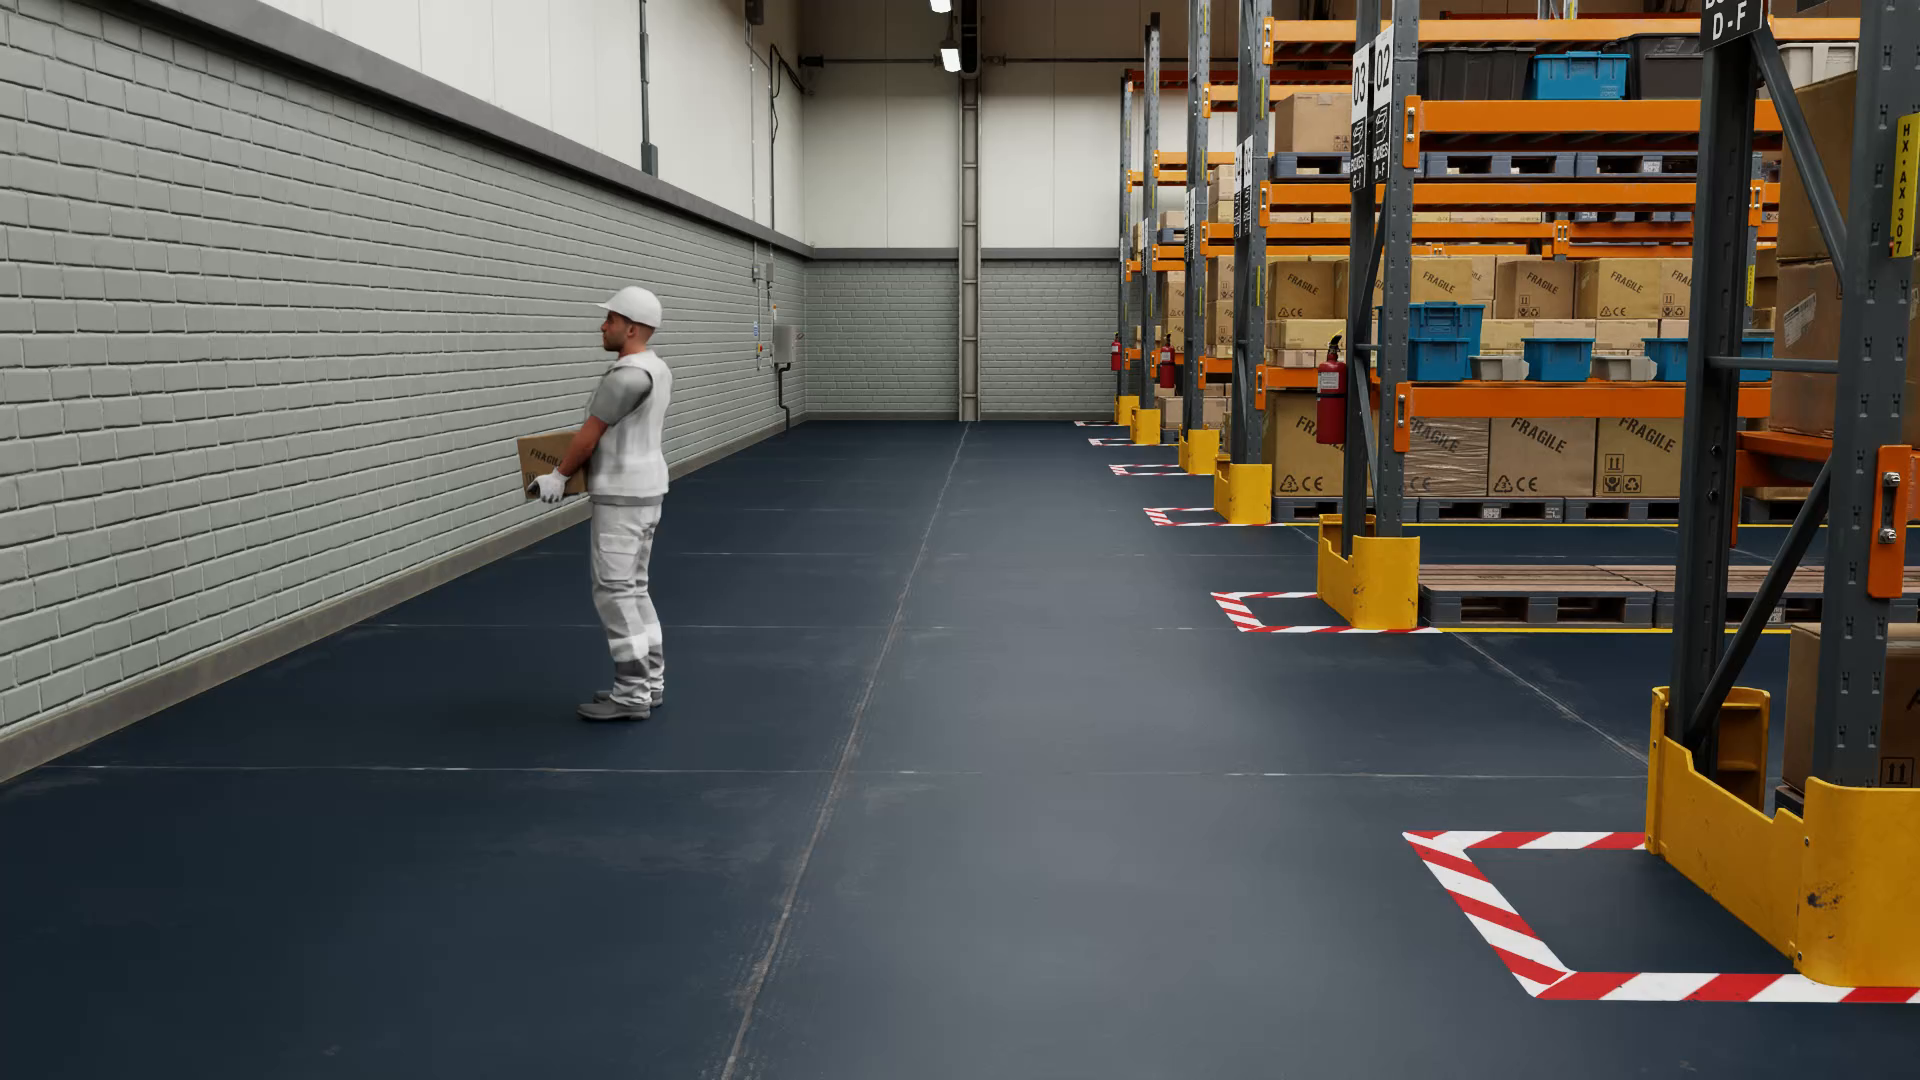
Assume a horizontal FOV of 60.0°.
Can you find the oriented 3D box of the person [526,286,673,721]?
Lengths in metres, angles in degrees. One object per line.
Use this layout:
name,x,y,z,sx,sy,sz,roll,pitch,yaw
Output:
person,-1.490,-0.154,6.918,0.558,1.783,0.494,0,7,2
